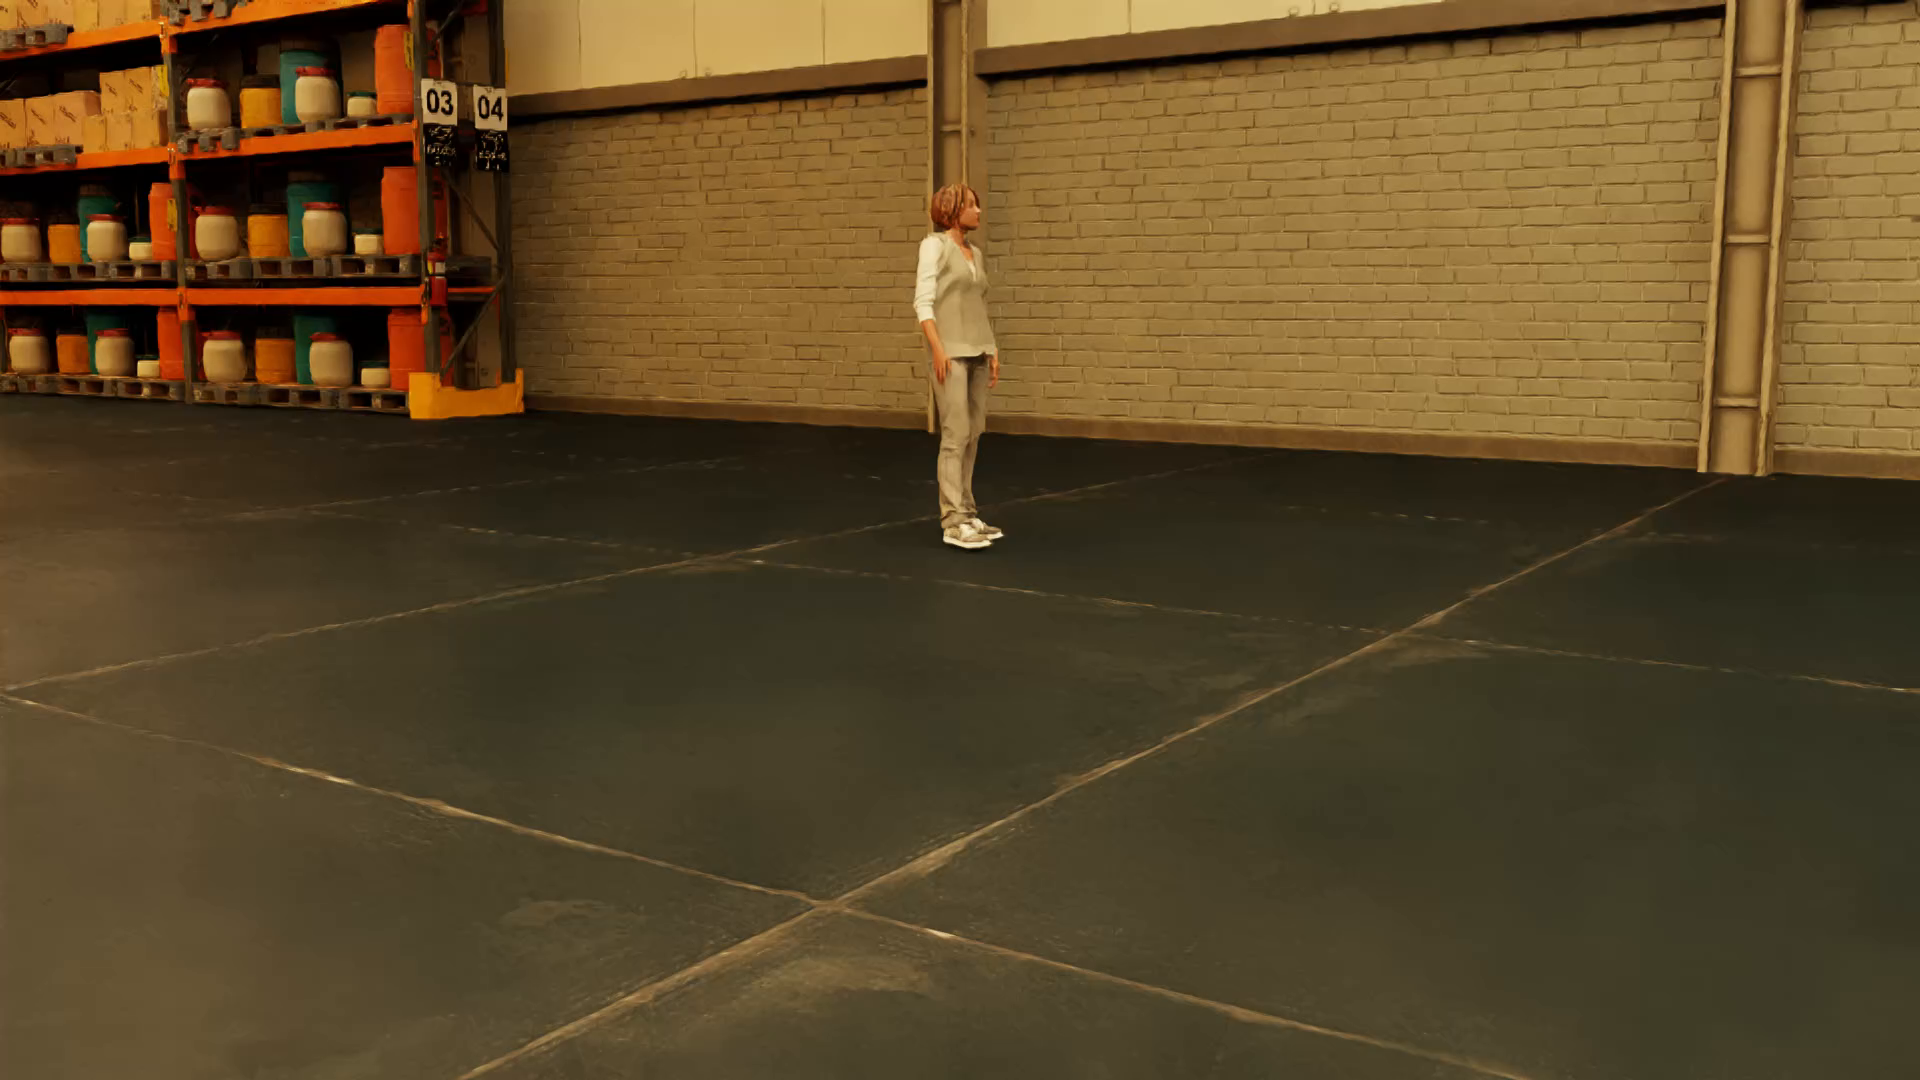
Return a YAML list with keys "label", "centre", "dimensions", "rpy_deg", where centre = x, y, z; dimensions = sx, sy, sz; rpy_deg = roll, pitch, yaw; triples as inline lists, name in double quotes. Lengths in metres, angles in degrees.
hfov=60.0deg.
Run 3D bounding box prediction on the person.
- label: "person"
  centre: [0.054, -0.790, 7.438]
  dimensions: [0.474, 1.597, 0.521]
  rpy_deg: [5, 10, 34]
